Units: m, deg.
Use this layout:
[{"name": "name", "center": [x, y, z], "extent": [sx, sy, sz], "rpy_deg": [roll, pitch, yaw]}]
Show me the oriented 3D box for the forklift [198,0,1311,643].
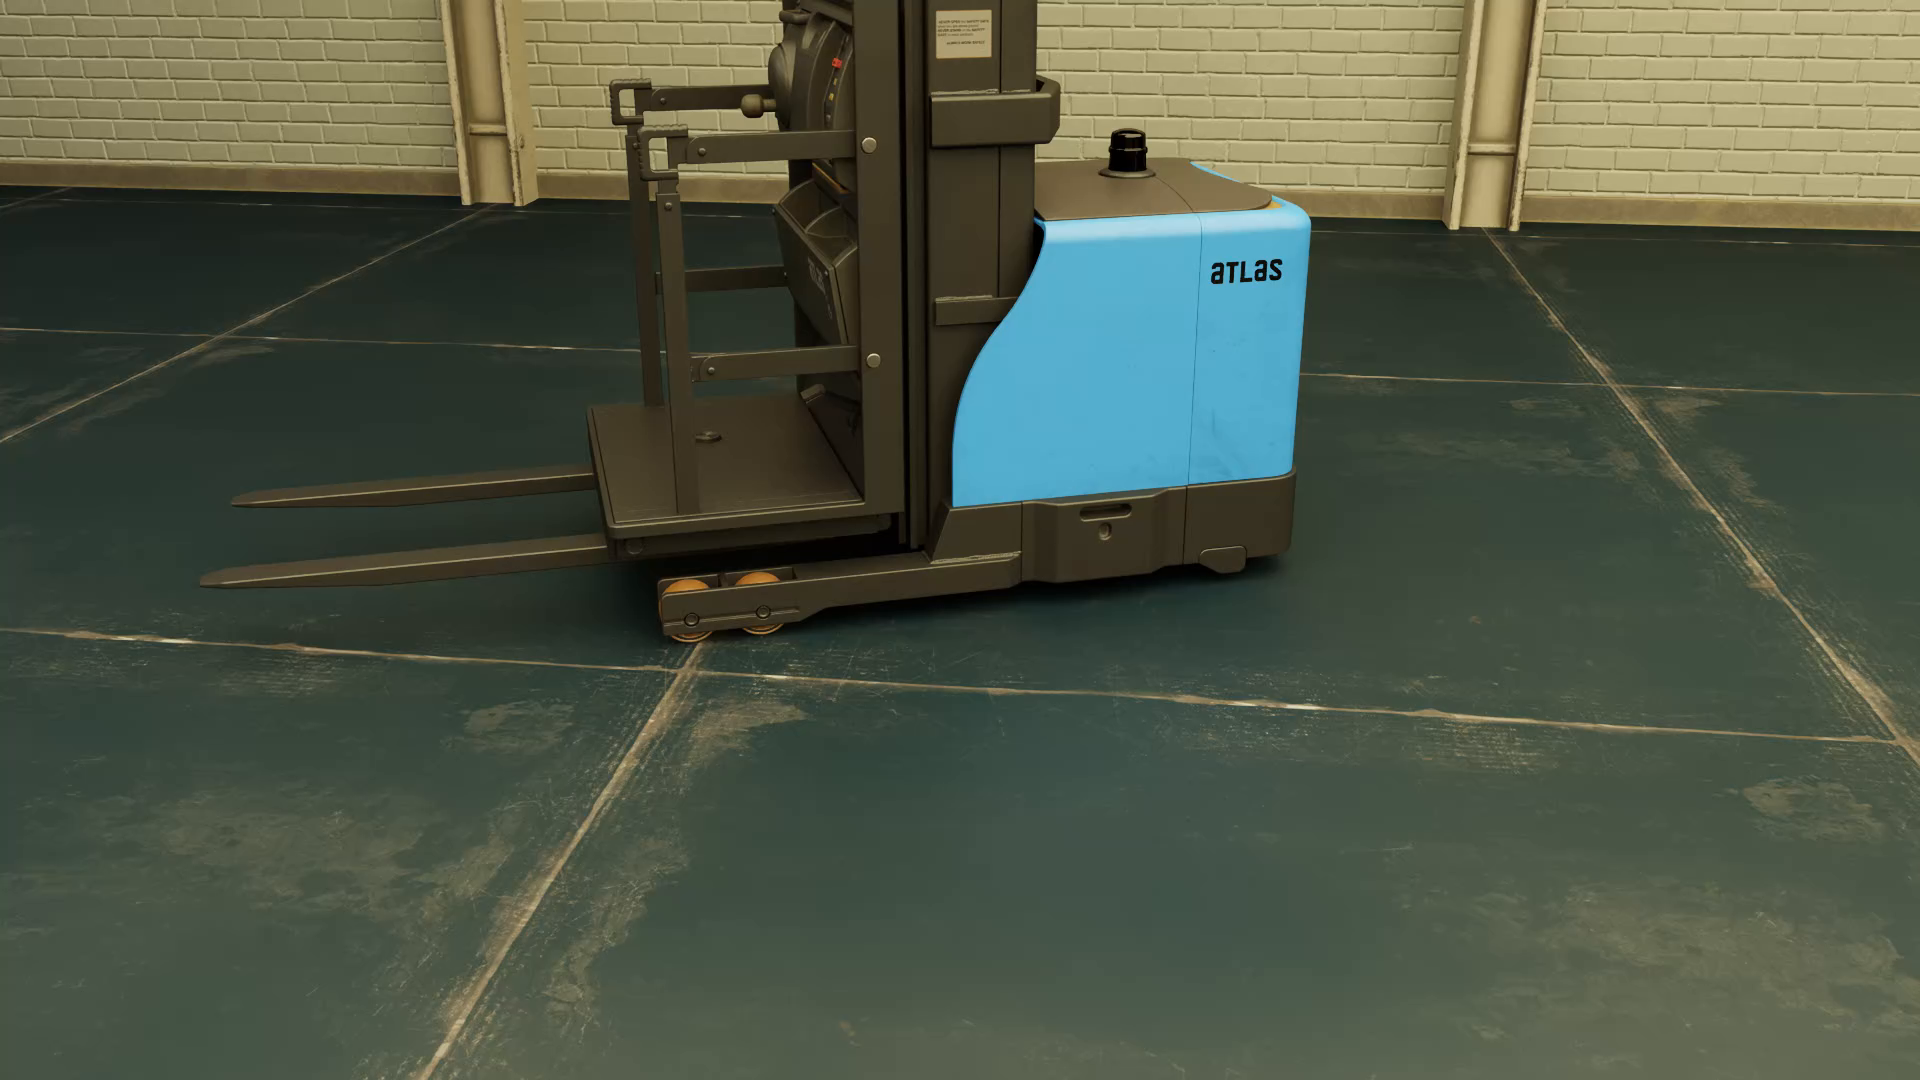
[{"name": "forklift", "center": [-0.588, -1.301, 4.485], "extent": [3.031, 2.935, 1.130], "rpy_deg": [-6, 23, -14]}]
